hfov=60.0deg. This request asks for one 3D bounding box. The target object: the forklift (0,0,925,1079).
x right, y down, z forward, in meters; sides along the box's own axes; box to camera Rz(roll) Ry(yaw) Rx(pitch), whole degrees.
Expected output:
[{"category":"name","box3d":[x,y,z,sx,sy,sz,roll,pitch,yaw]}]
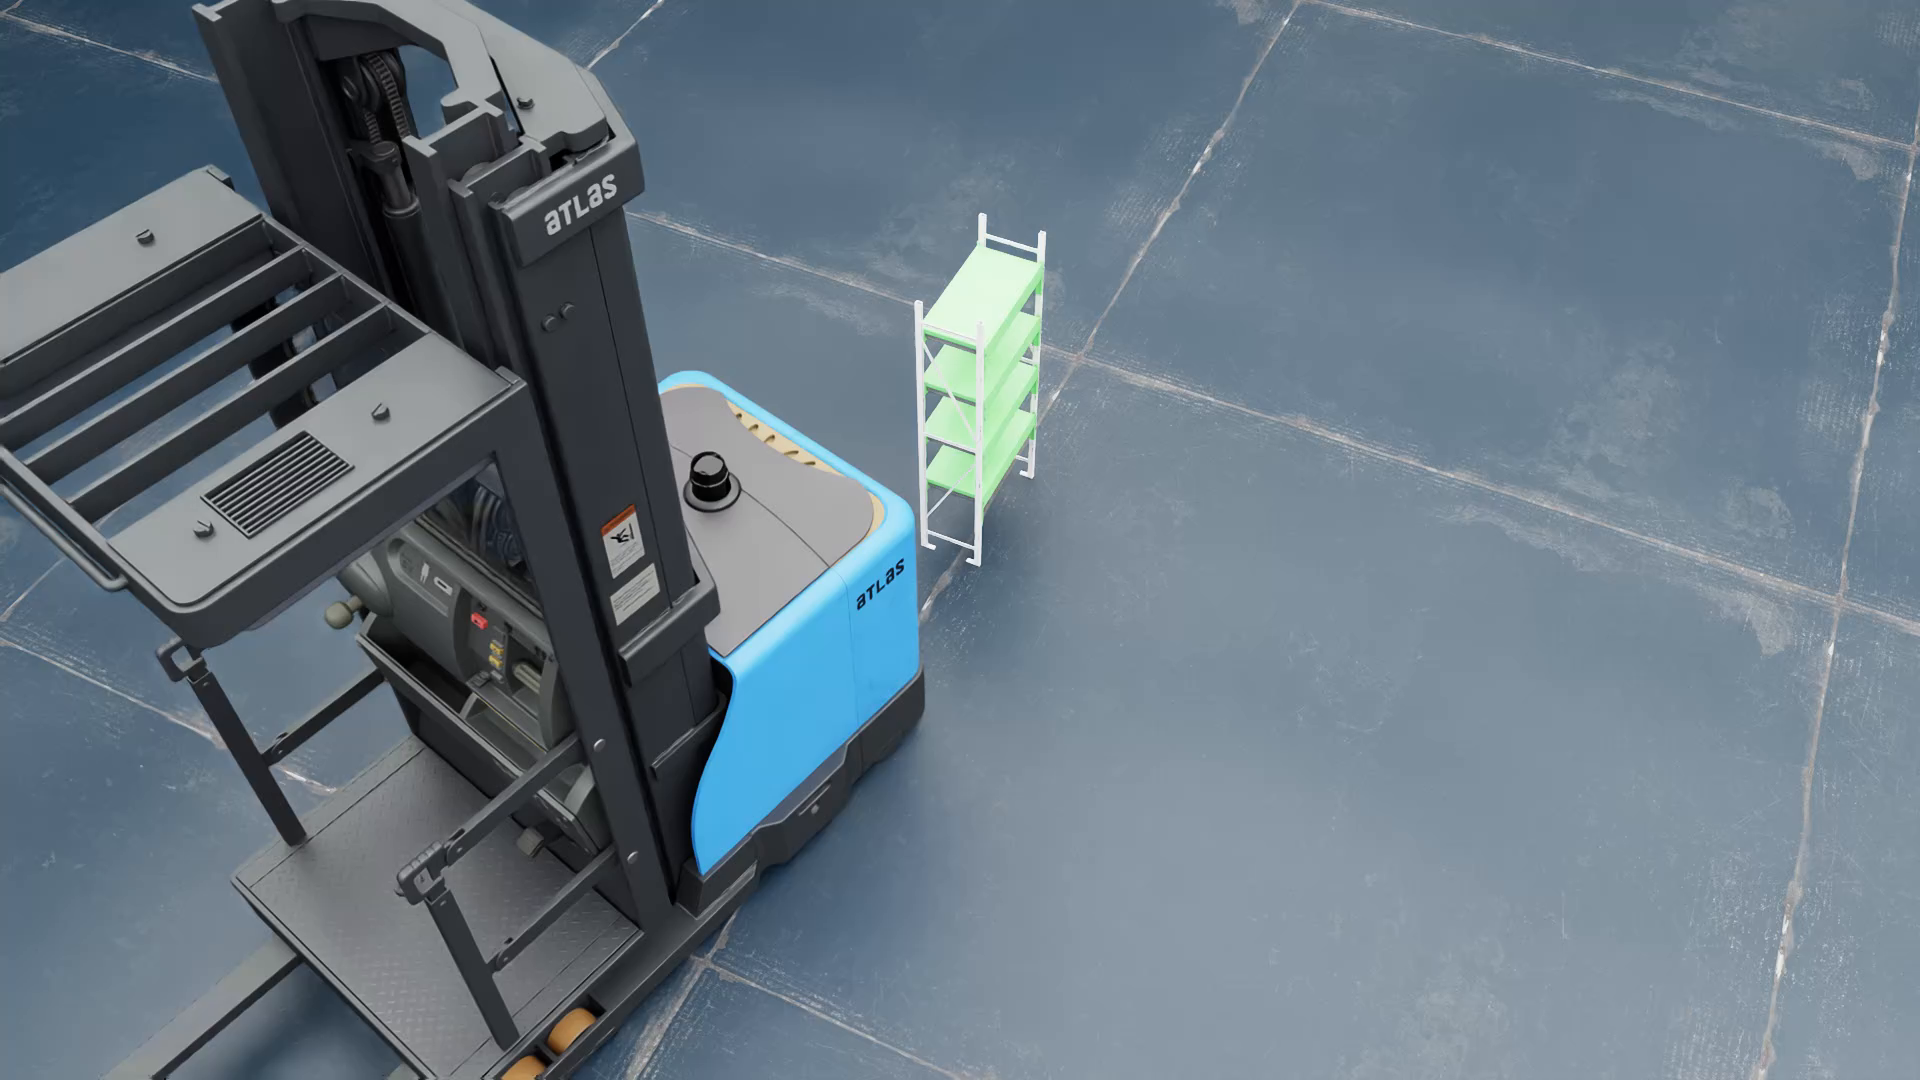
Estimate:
[{"category":"forklift","box3d":[-1.455,0.270,4.095,1.130,2.935,3.031,33,57,25]}]

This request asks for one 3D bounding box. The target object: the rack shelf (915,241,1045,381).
[{"category":"rack shelf","box3d":[0.071,-0.772,5.573,0.258,0.148,0.480,20,52,16]}]

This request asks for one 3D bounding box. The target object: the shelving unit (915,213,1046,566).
[{"category":"shelving unit","box3d":[0.071,-0.503,5.890,0.258,1.200,0.503,20,52,16]}]

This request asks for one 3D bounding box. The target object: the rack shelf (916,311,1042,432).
[{"category":"rack shelf","box3d":[0.071,-0.617,5.756,0.258,0.148,0.480,20,52,16]}]

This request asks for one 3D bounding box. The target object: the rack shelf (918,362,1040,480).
[{"category":"rack shelf","box3d":[0.071,-0.461,5.939,0.258,0.148,0.480,20,52,16]}]

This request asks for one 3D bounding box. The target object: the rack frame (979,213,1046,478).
[{"category":"rack frame","box3d":[0.175,-0.671,6.033,0.240,1.200,0.015,20,52,16]}]

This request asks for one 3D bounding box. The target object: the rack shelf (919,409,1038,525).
[{"category":"rack shelf","box3d":[0.071,-0.306,6.121,0.258,0.148,0.480,20,52,16]}]

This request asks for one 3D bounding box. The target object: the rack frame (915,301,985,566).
[{"category":"rack frame","box3d":[-0.034,-0.335,5.747,0.240,1.200,0.015,20,52,16]}]
